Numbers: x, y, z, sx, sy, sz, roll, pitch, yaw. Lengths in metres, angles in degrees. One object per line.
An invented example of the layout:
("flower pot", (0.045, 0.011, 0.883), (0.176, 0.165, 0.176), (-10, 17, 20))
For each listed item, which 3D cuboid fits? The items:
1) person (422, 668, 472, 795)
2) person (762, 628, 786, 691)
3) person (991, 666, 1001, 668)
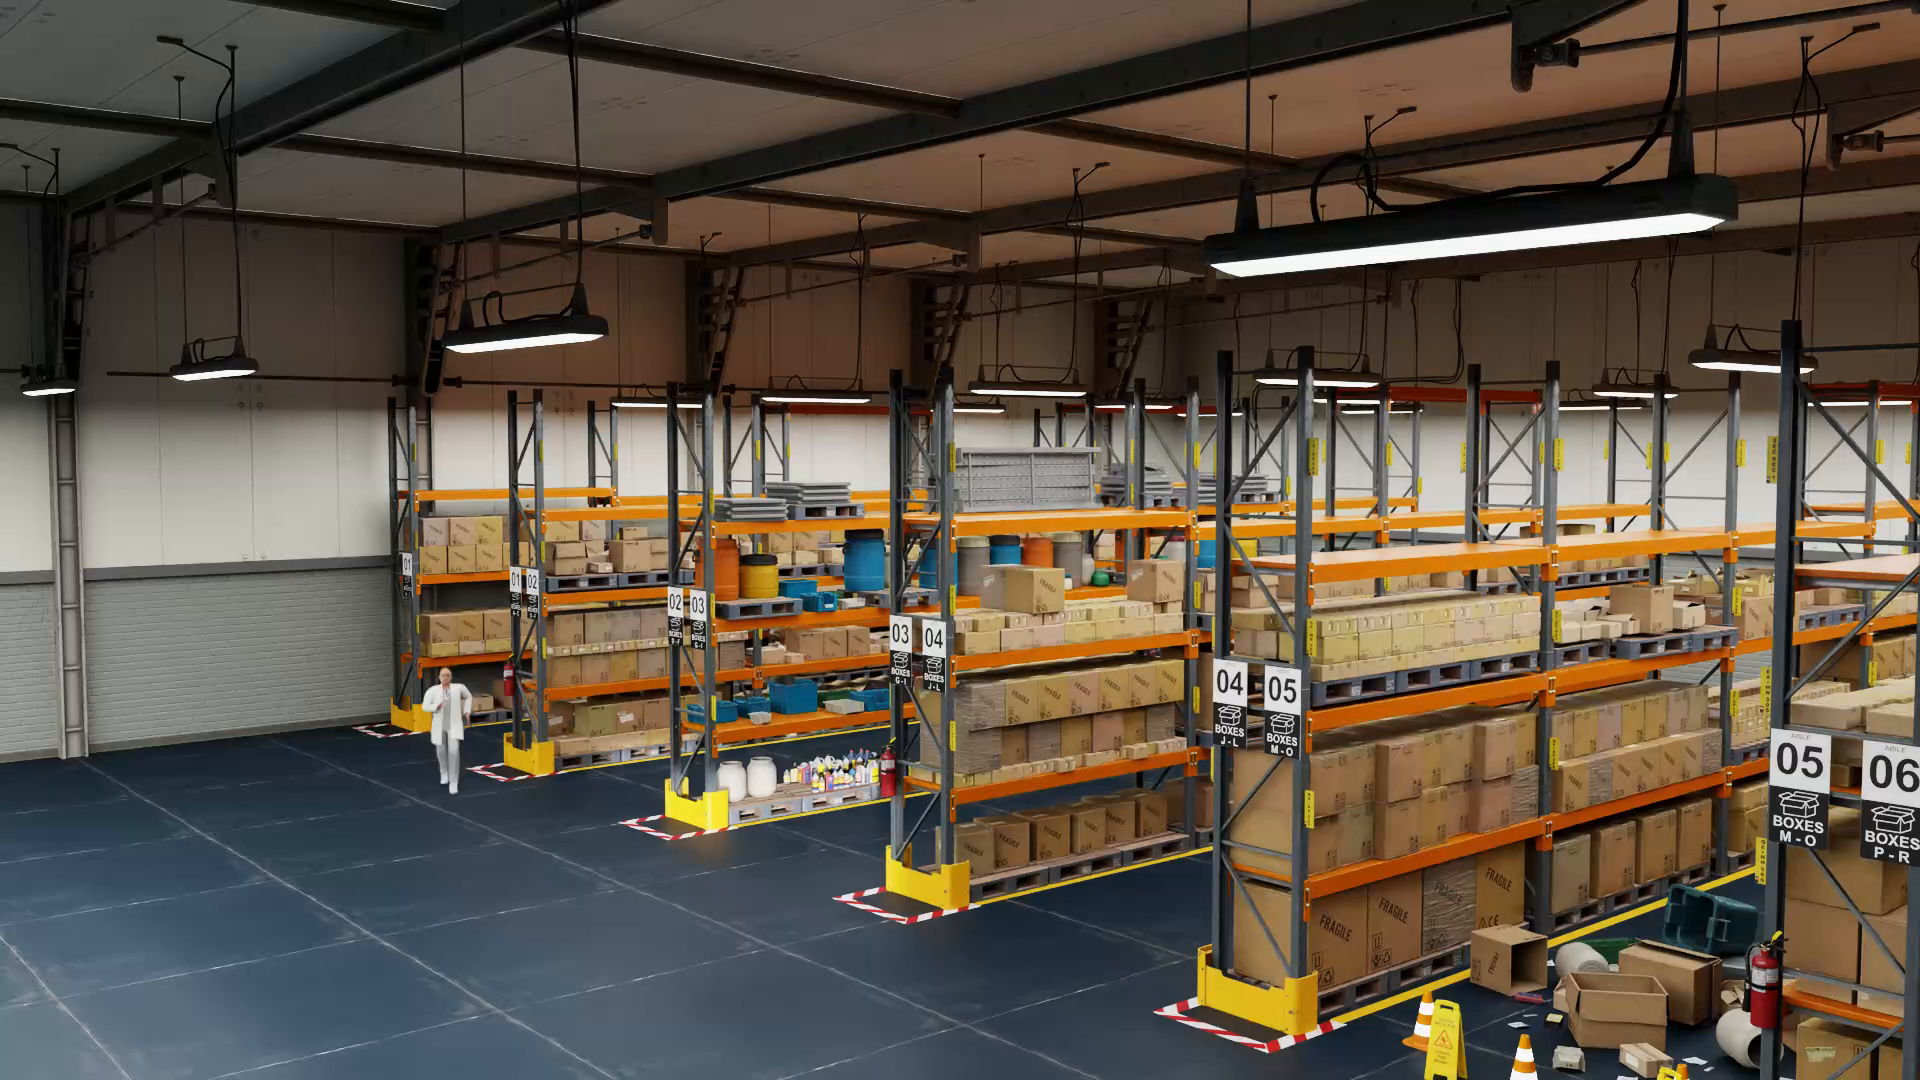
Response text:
("person", (-7.644, 2.809, 24.784), (0.677, 1.821, 0.948), (-1, 3, -11))
("person", (-3.491, 2.493, 31.593), (0.589, 1.655, 0.563), (-3, 5, -44))
("person", (0.764, 2.516, 30.148), (0.720, 1.791, 0.925), (2, 4, 36))
